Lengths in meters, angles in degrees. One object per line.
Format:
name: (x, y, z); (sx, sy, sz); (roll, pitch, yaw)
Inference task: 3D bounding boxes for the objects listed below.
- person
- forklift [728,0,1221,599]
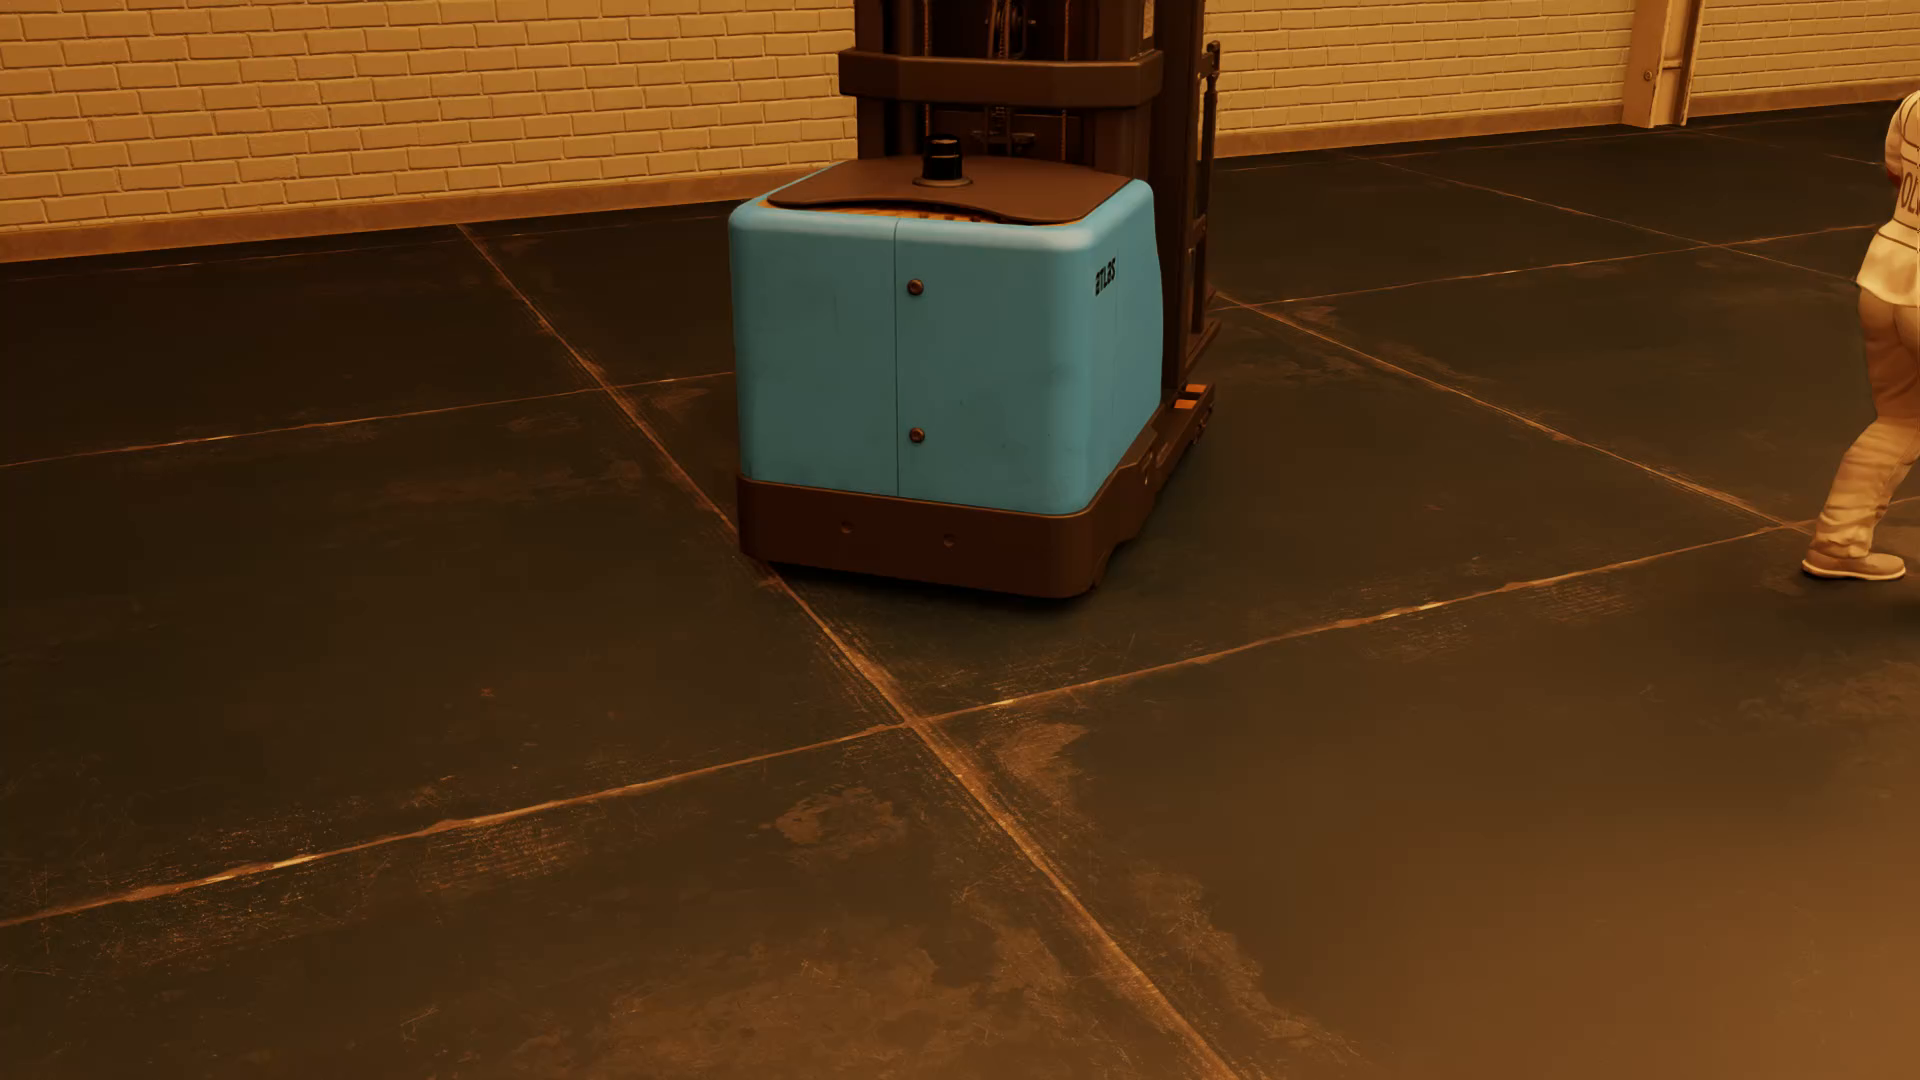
person: (2.744, -0.595, 4.487); (0.564, 1.694, 0.907); (-1, 23, -2)
forklift: (0.301, -1.730, 5.451); (1.130, 2.935, 3.031); (7, 24, 17)
